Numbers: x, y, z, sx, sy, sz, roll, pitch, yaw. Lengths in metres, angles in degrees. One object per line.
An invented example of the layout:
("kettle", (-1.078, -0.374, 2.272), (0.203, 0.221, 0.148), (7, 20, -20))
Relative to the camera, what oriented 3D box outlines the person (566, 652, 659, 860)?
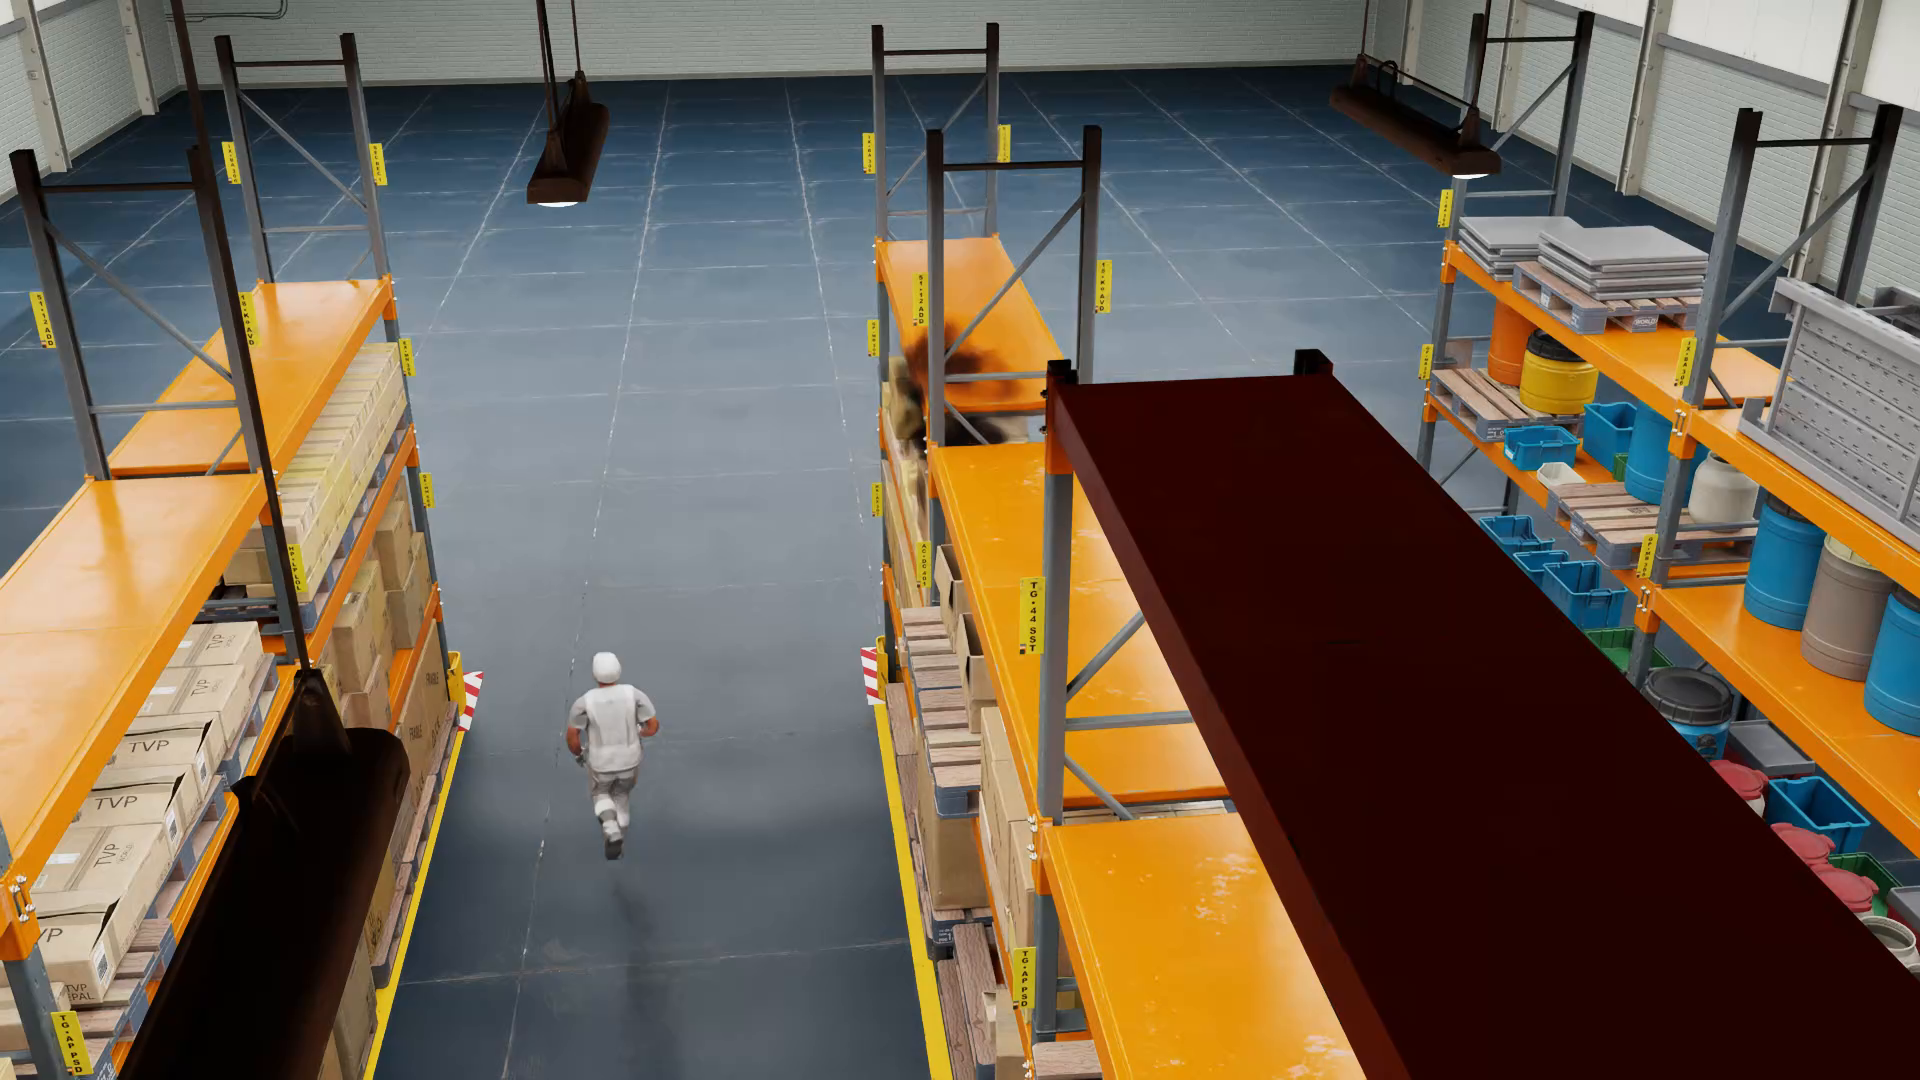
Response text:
("person", (-2.560, 1.659, 12.359), (0.678, 1.734, 0.593), (-7, 26, -15))
